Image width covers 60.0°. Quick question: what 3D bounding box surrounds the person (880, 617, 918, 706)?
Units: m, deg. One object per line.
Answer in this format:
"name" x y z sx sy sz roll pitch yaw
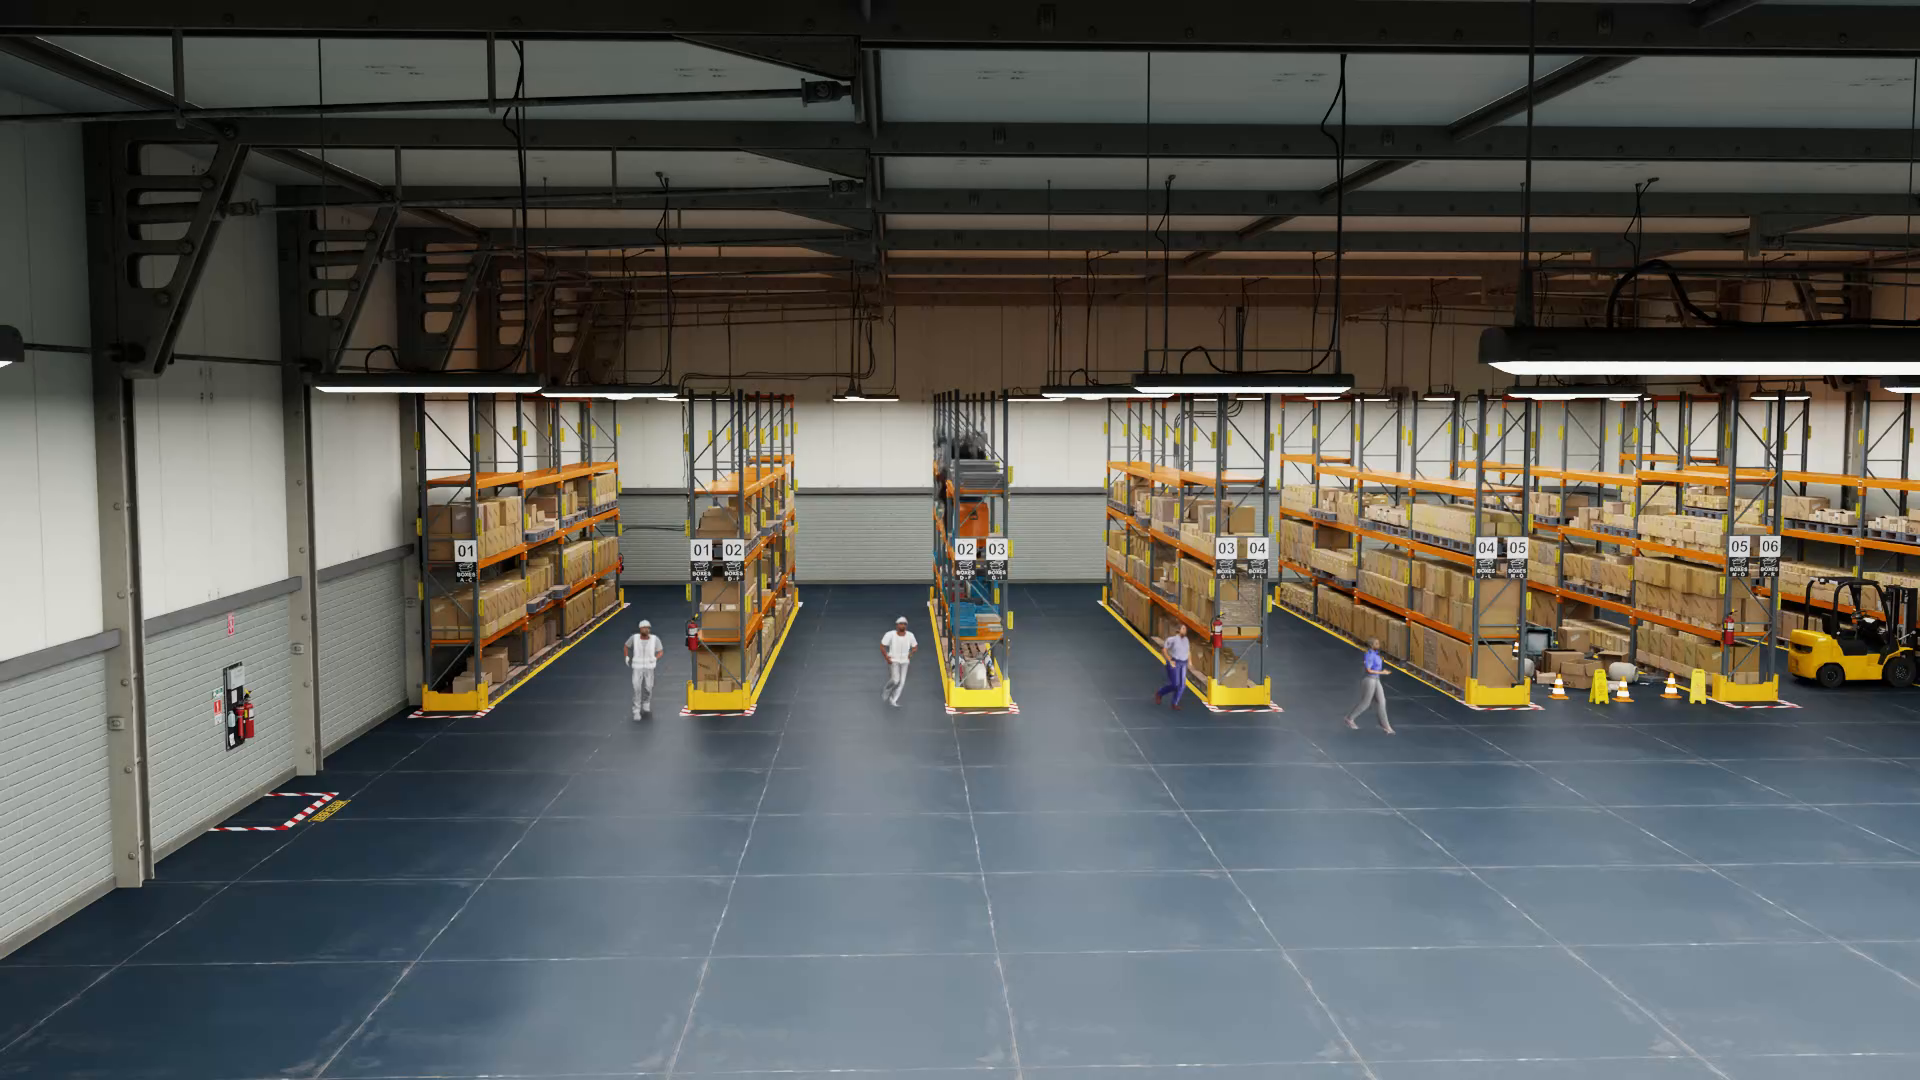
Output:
"person" -1.125 2.310 31.604 0.716 1.700 0.537 -2 5 -20

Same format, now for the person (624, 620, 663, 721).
"person" -5.783 2.351 30.457 0.712 1.758 0.967 -1 5 -14

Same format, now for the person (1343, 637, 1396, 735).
"person" 7.134 2.523 28.911 0.900 1.688 0.593 3 6 32

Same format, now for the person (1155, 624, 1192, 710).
"person" 4.101 2.377 31.354 0.672 1.581 0.532 -3 6 -34
